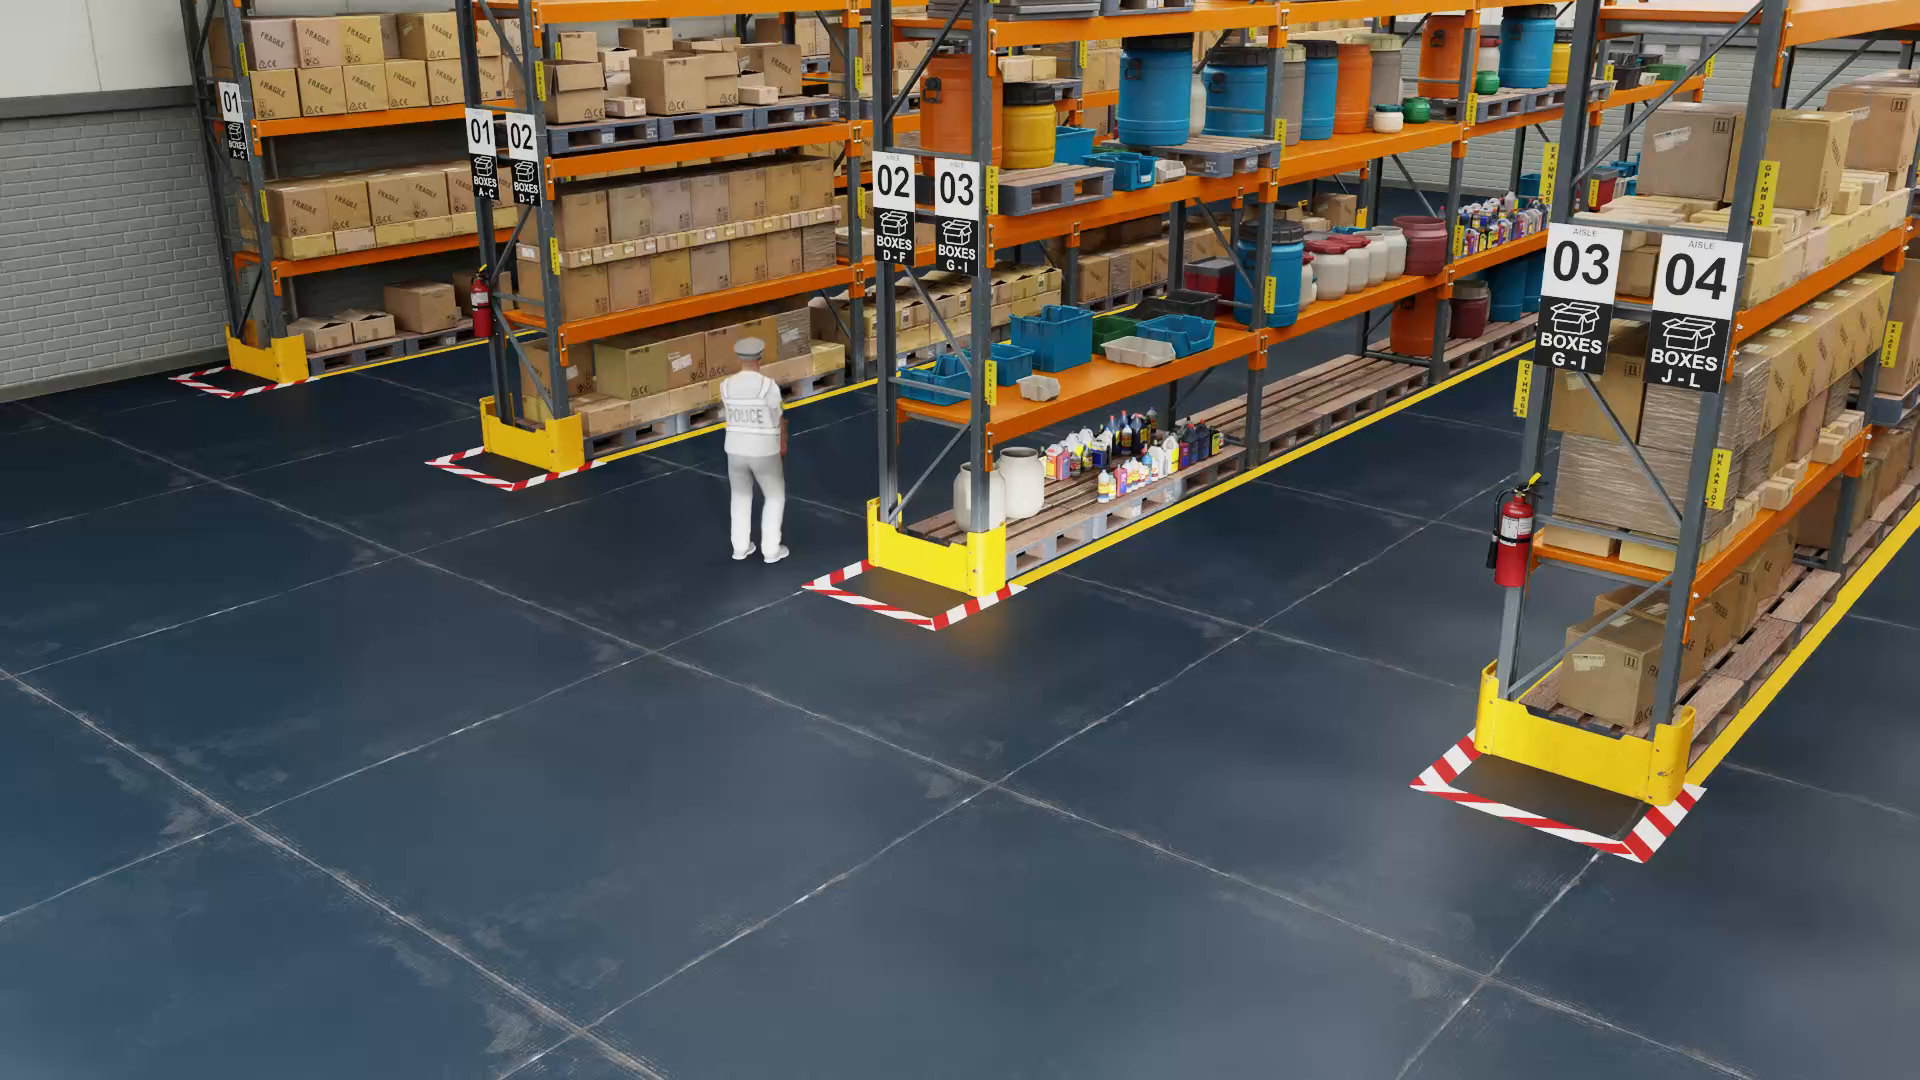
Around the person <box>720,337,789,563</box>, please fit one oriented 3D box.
[{"bbox_3d":[-1.601,-0.706,13.005,0.489,1.757,0.560,5,21,15],"label":"person"}]
